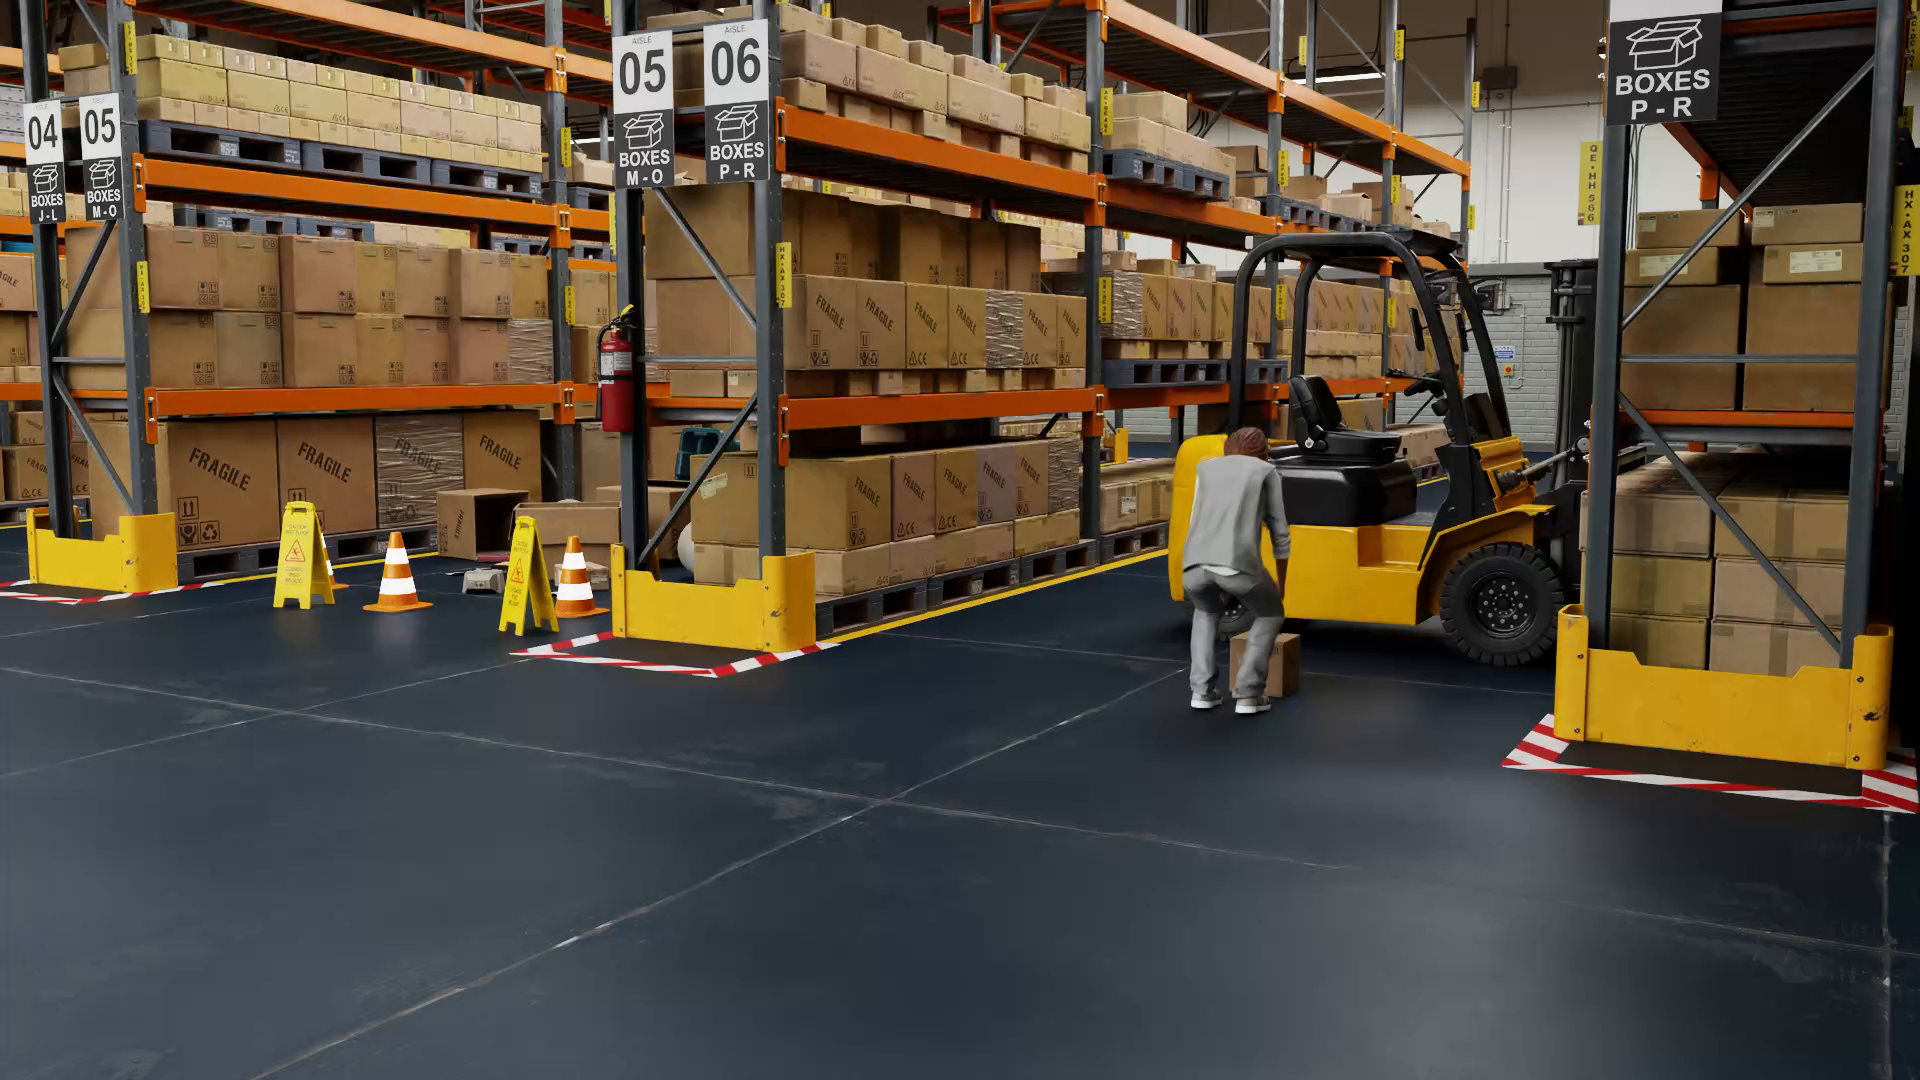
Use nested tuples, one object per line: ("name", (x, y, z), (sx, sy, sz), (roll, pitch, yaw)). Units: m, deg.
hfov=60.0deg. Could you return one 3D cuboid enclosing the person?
("person", (1.165, 0.126, 7.206), (0.462, 1.214, 0.701), (3, 7, 29))
